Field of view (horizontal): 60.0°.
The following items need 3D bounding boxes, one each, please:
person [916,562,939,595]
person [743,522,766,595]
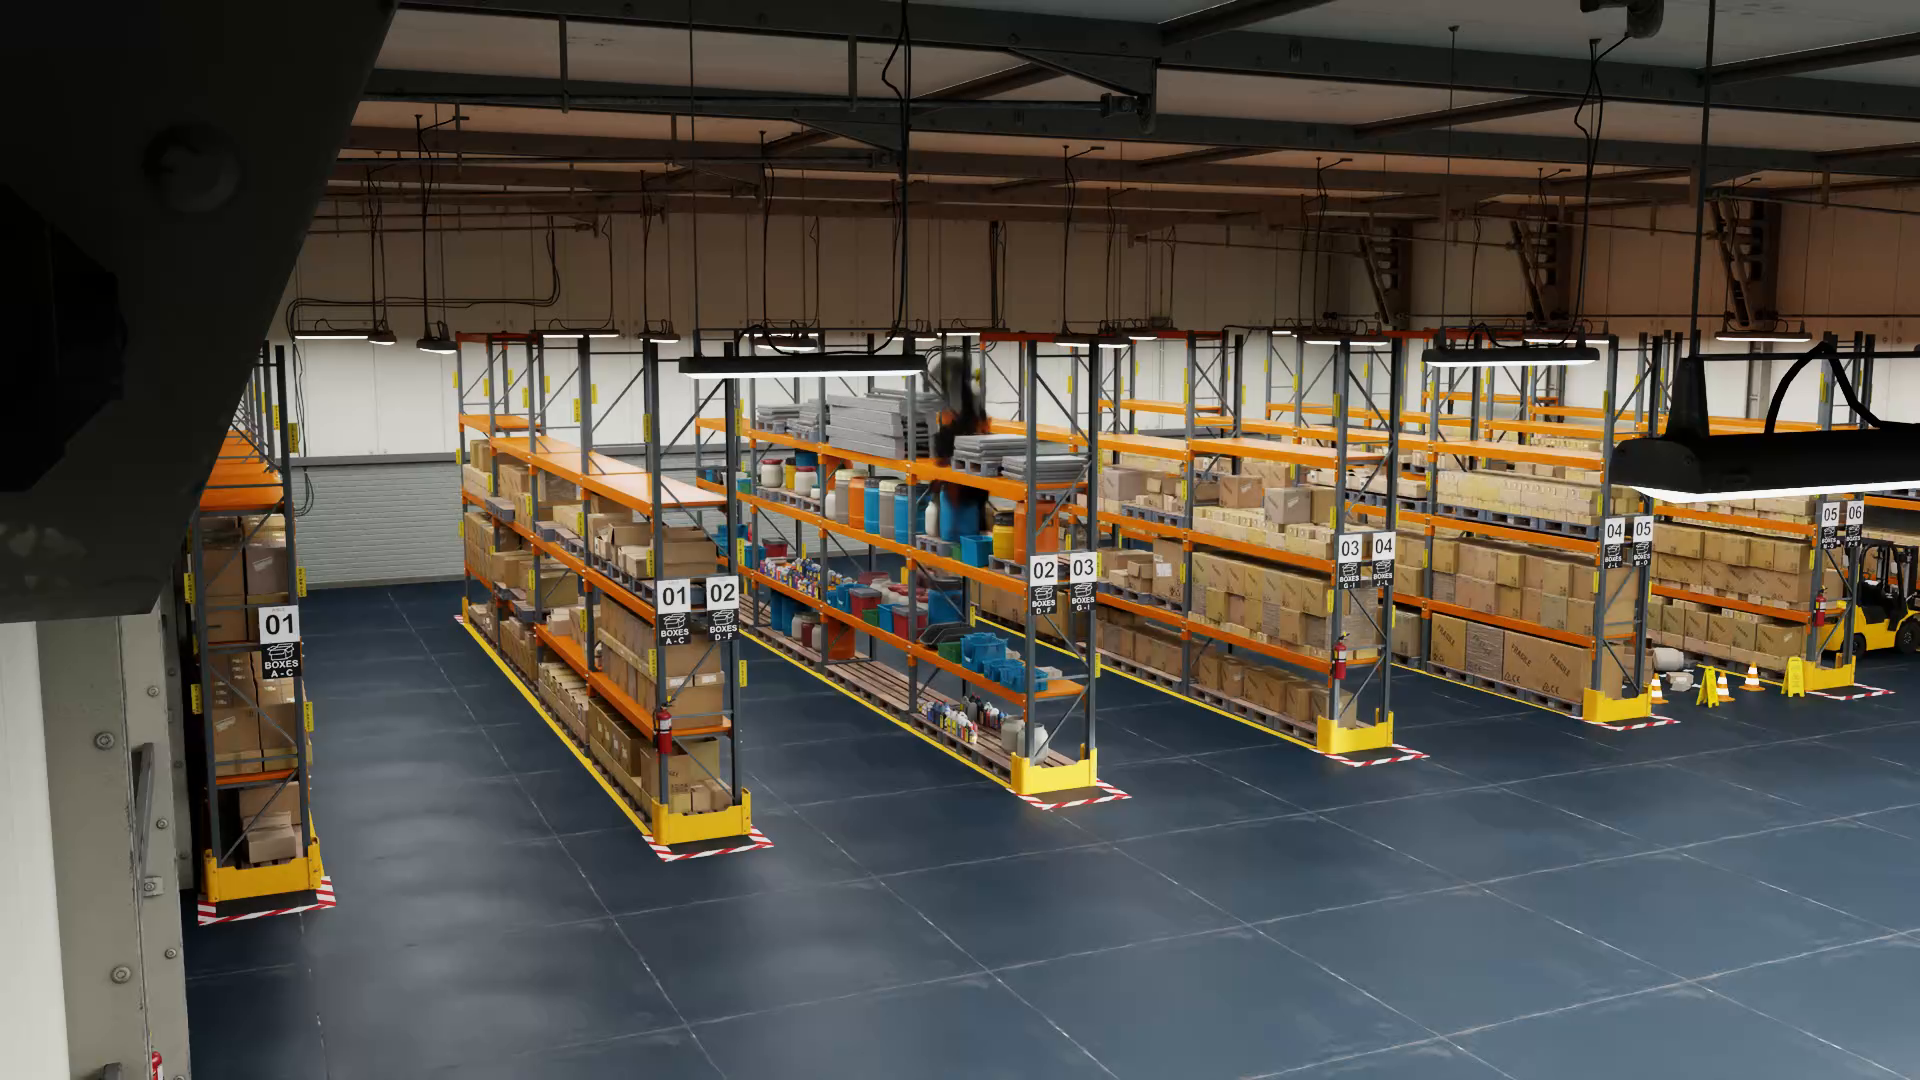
[{"bbox_3d":[-0.587,1.195,31.743,0.712,1.764,0.850,-6,10,-37],"label":"person"},{"bbox_3d":[-4.790,0.432,37.779,0.702,1.680,0.699,2,8,15],"label":"person"}]
